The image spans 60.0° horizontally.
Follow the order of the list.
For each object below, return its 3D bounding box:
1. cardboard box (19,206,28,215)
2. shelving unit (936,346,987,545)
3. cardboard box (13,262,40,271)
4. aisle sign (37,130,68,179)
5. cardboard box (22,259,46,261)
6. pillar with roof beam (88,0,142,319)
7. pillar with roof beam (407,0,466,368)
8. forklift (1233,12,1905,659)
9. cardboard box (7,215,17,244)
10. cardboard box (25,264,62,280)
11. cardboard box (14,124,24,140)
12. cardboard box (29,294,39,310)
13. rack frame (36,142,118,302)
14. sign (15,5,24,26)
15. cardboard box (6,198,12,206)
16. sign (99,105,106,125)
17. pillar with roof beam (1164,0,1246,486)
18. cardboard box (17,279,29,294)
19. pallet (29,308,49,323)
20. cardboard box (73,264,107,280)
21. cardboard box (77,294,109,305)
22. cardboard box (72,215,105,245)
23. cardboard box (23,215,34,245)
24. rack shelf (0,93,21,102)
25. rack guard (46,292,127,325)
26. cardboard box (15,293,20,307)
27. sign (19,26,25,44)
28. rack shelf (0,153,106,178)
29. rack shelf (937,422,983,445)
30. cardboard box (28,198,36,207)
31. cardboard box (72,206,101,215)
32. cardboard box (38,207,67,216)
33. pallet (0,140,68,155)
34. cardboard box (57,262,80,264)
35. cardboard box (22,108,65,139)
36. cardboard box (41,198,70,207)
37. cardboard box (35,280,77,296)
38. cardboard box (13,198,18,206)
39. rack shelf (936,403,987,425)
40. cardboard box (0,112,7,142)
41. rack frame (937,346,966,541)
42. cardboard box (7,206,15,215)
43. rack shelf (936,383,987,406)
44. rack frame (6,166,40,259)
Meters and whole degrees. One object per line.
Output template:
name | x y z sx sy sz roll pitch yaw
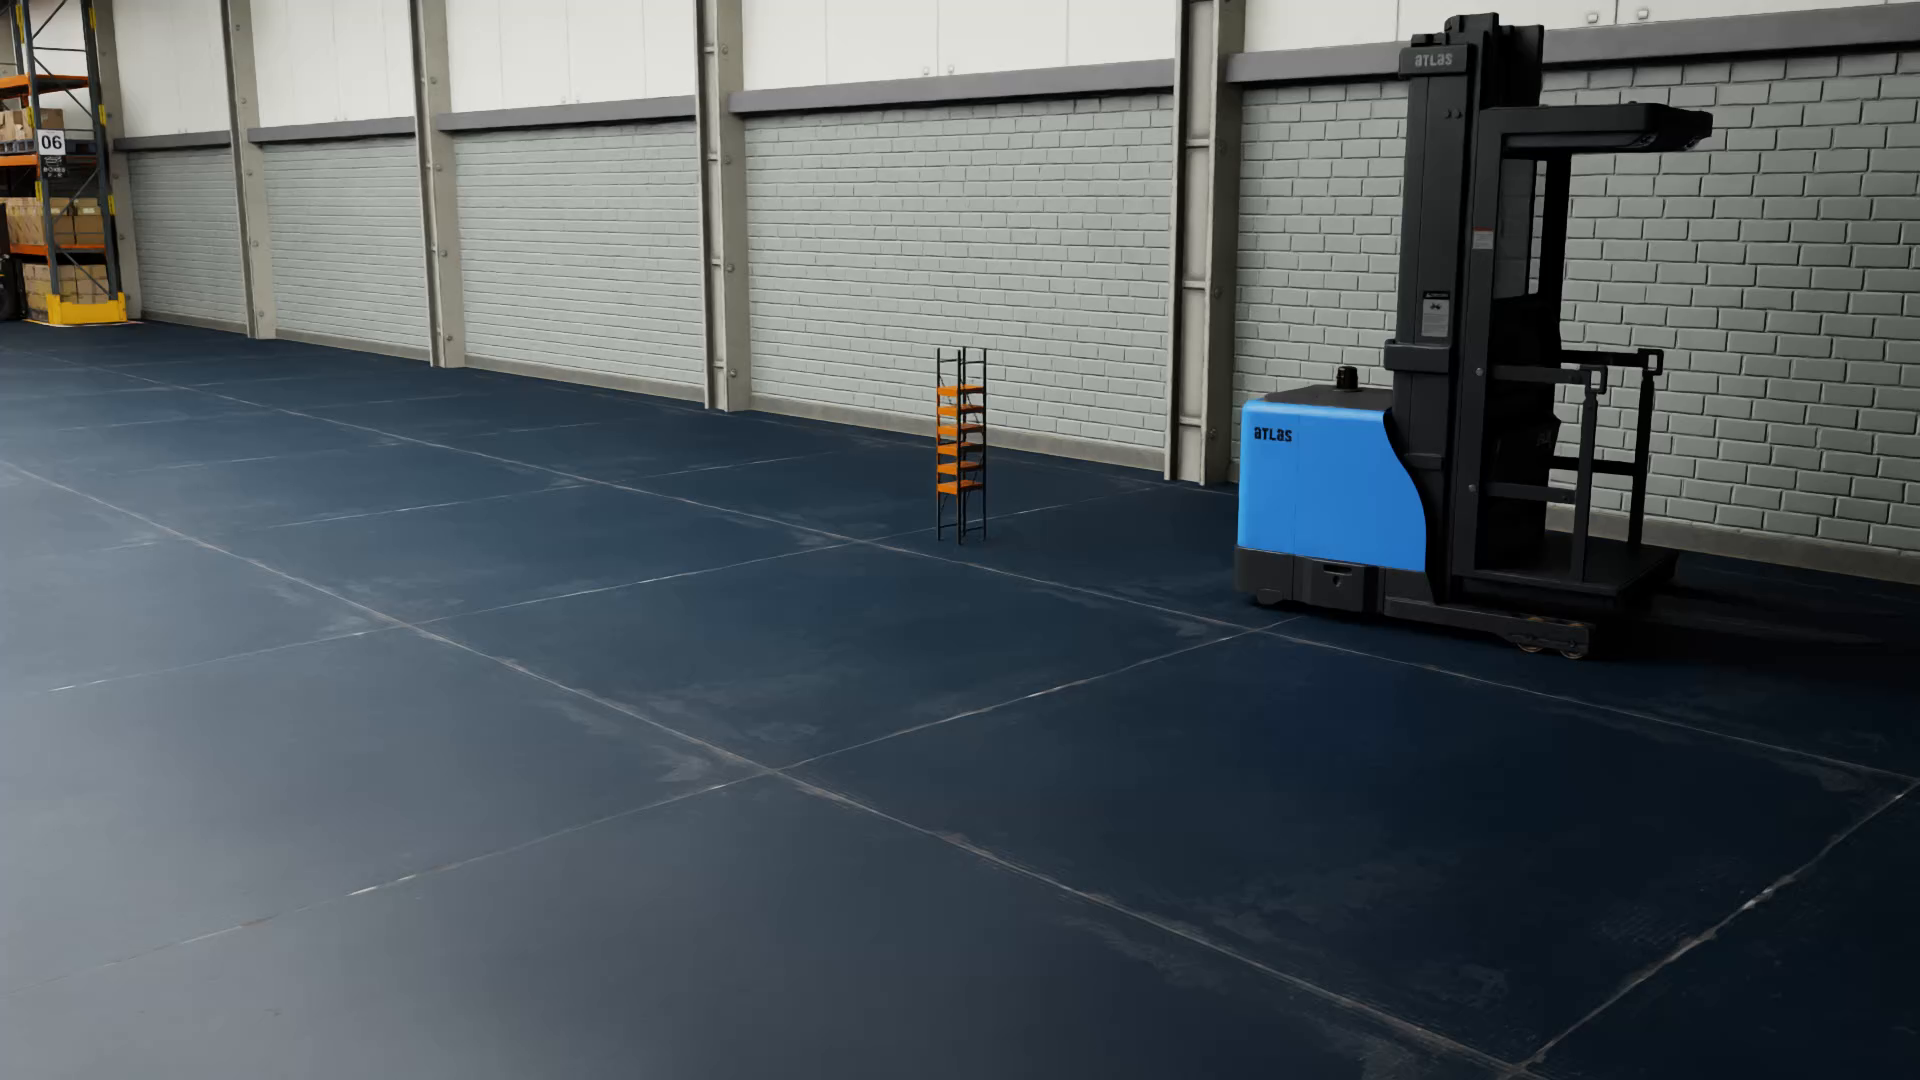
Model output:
cardboard box | -16.105 -5.727 28.920 0.250 0.149 0.380 11 16 43
shelving unit | 0.010 -0.586 10.280 0.258 1.200 0.189 -11 16 -43
cardboard box | -16.549 -4.792 29.534 0.500 0.250 0.500 -11 16 -44
aisle sign | -15.116 -6.422 27.705 0.394 0.787 0.004 -11 16 -43
cardboard box | -17.231 -5.087 30.962 0.500 0.250 0.500 -10 16 -41
pillar with roof beam | -17.891 -7.765 25.798 9.100 9.000 0.400 -11 16 -43
pillar with roof beam | -9.604 -6.013 17.298 9.100 9.000 0.400 -11 16 -43
forklift | 2.933 -1.004 8.021 3.031 2.935 1.130 8 14 35
cardboard box | -16.539 -5.507 29.459 0.500 0.500 0.500 -11 16 -42
cardboard box | -15.849 -4.645 28.820 0.500 0.250 0.500 -11 16 -42
cardboard box | -15.916 -6.973 28.432 0.396 0.266 0.258 -11 16 -42
cardboard box | -15.838 -4.156 28.925 0.500 0.250 0.500 -11 16 -43
rack frame | -14.949 -5.199 28.212 1.000 3.000 0.127 -11 16 -43
sign | -15.351 -8.560 27.148 0.100 0.325 0.005 -11 16 -43
cardboard box | -16.758 -6.030 29.655 0.380 0.149 0.250 -11 16 -43
sign | -14.543 -7.211 28.185 0.100 0.325 0.005 -11 16 -43
pillar with roof beam | -1.317 -4.262 8.797 9.100 9.000 0.400 -11 16 -43
cardboard box | -16.221 -4.477 29.244 0.500 0.250 0.500 -11 16 -44
pallet | -15.507 -3.939 29.007 1.003 0.211 1.213 -11 16 -43
cardboard box | -15.144 -4.644 28.815 0.500 0.250 0.500 -11 16 -43
cardboard box | -15.146 -4.157 28.928 0.500 0.250 0.500 -11 16 -42
cardboard box | -15.090 -5.359 28.741 0.500 0.500 0.500 -10 15 -41
cardboard box | -15.830 -5.360 28.747 0.500 0.500 0.500 -10 15 -41
rack shelf | -19.092 -8.465 31.970 1.077 0.370 4.000 -11 16 -43
rack guard | -14.932 -3.971 28.448 1.175 0.500 0.348 -11 16 -43
cardboard box | -16.552 -4.303 29.639 0.500 0.250 0.500 -10 15 -41
sign | -17.293 -9.330 30.688 0.100 0.325 0.005 -11 16 -43
rack shelf | -16.330 -6.608 29.399 1.077 0.370 4.000 -11 16 -43
rack shelf | 0.010 -0.660 10.265 0.258 0.103 0.180 -11 16 -43
cardboard box | -15.741 -5.800 28.539 0.380 0.149 0.250 -10 16 -41
cardboard box | -14.995 -5.651 28.553 0.250 0.149 0.380 11 16 44
cardboard box | -15.391 -5.577 28.193 0.380 0.149 0.250 -11 16 -42
pallet | -16.265 -6.910 29.301 1.003 0.211 1.213 -11 16 -43
cardboard box | -15.829 -4.791 29.528 0.500 0.250 0.500 -11 16 -43
cardboard box | -15.431 -7.002 27.996 0.500 0.500 0.500 -10 15 -41
cardboard box | -15.348 -5.734 28.218 0.380 0.149 0.250 -11 16 -42
cardboard box | -15.511 -4.330 28.530 0.500 0.250 0.500 -11 16 -43
cardboard box | -16.302 -5.907 29.054 0.380 0.149 0.250 -10 16 -41
rack shelf | 0.010 -0.777 10.241 0.258 0.103 0.180 -11 16 -43
cardboard box | -16.442 -7.258 29.229 0.797 0.503 0.637 -10 15 -41
rack frame | -0.053 -0.599 10.345 0.240 1.200 0.006 -11 16 -43
cardboard box | -16.628 -5.838 29.458 0.380 0.149 0.250 -11 16 -44
rack shelf | 0.010 -0.895 10.216 0.258 0.103 0.180 -11 16 -43
rack frame | -17.711 -5.783 31.046 1.000 3.000 0.127 -11 16 -43
